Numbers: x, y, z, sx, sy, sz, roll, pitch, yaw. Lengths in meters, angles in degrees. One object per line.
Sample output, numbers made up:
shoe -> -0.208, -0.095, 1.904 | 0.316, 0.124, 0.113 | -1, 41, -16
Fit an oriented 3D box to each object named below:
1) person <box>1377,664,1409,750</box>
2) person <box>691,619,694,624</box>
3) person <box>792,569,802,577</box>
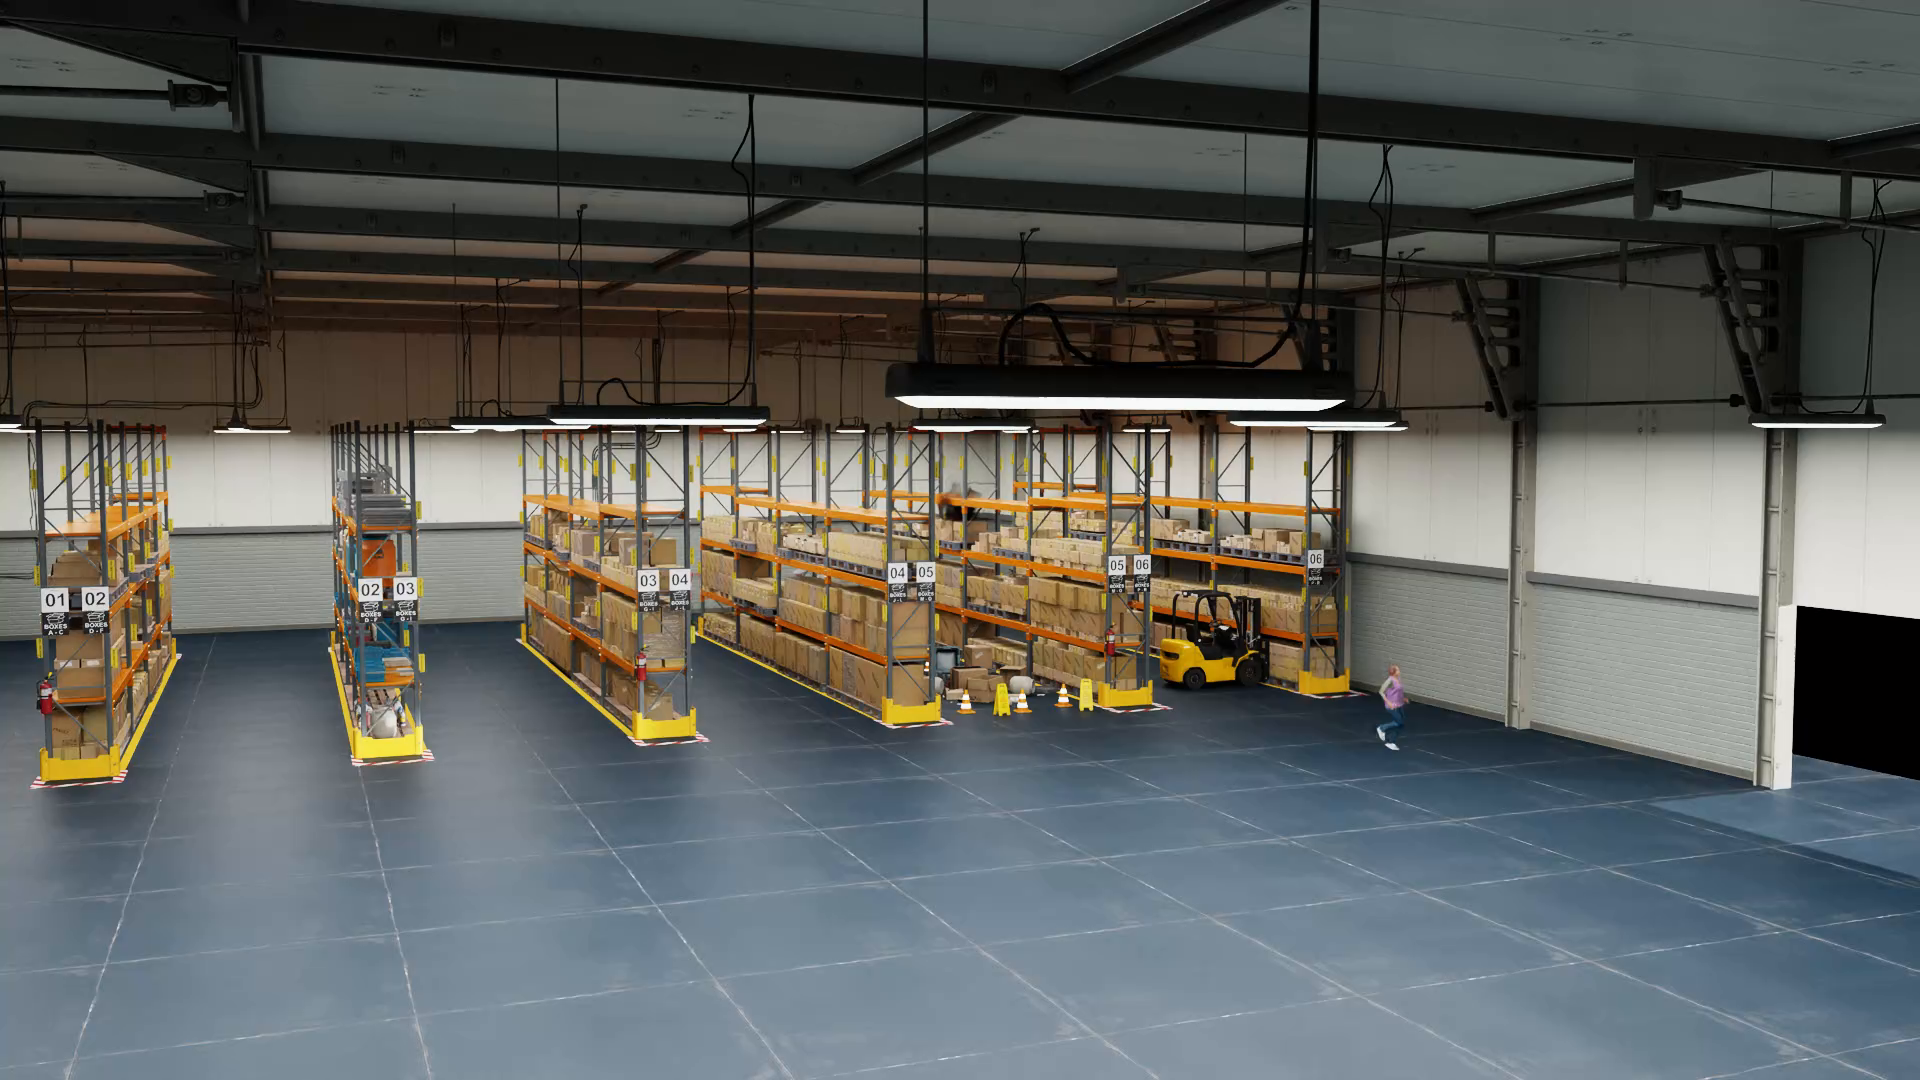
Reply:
person -> 7.936, 3.067, 30.456 | 0.541, 1.546, 0.547 | 3, 5, 42
person -> -8.142, 1.813, 48.896 | 0.831, 1.709, 0.708 | -2, 4, -34
person -> -4.650, 1.732, 50.658 | 0.937, 1.714, 0.665 | -1, 4, -11
